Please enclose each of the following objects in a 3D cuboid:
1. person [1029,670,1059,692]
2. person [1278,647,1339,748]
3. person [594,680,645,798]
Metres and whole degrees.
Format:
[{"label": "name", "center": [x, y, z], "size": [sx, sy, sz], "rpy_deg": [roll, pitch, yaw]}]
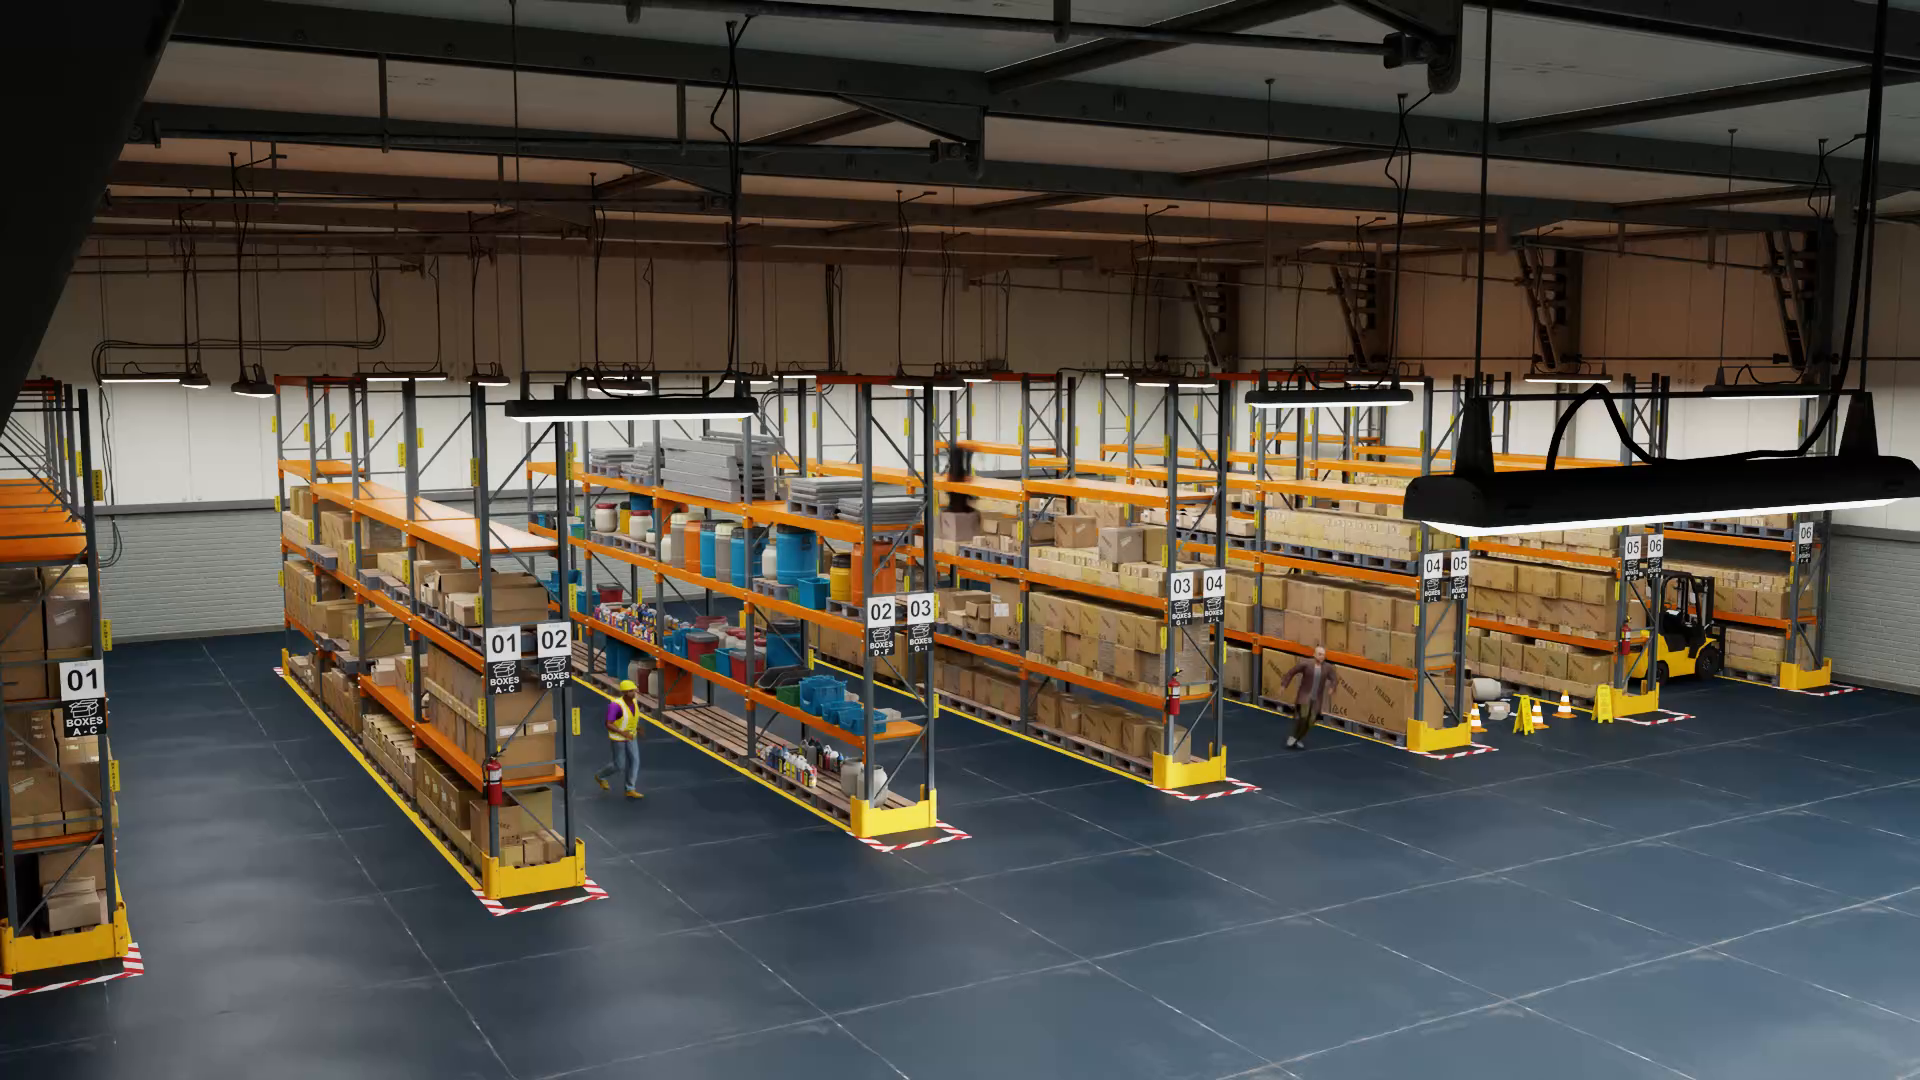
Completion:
[{"label": "person", "center": [1.592, 2.100, 31.726], "size": [0.650, 1.633, 1.013], "rpy_deg": [-6, 8, -42]}, {"label": "person", "center": [5.700, 2.560, 26.950], "size": [0.894, 1.666, 0.733], "rpy_deg": [-1, 6, -12]}, {"label": "person", "center": [-4.939, 2.854, 24.038], "size": [0.839, 1.717, 0.696], "rpy_deg": [4, 7, 33]}]
